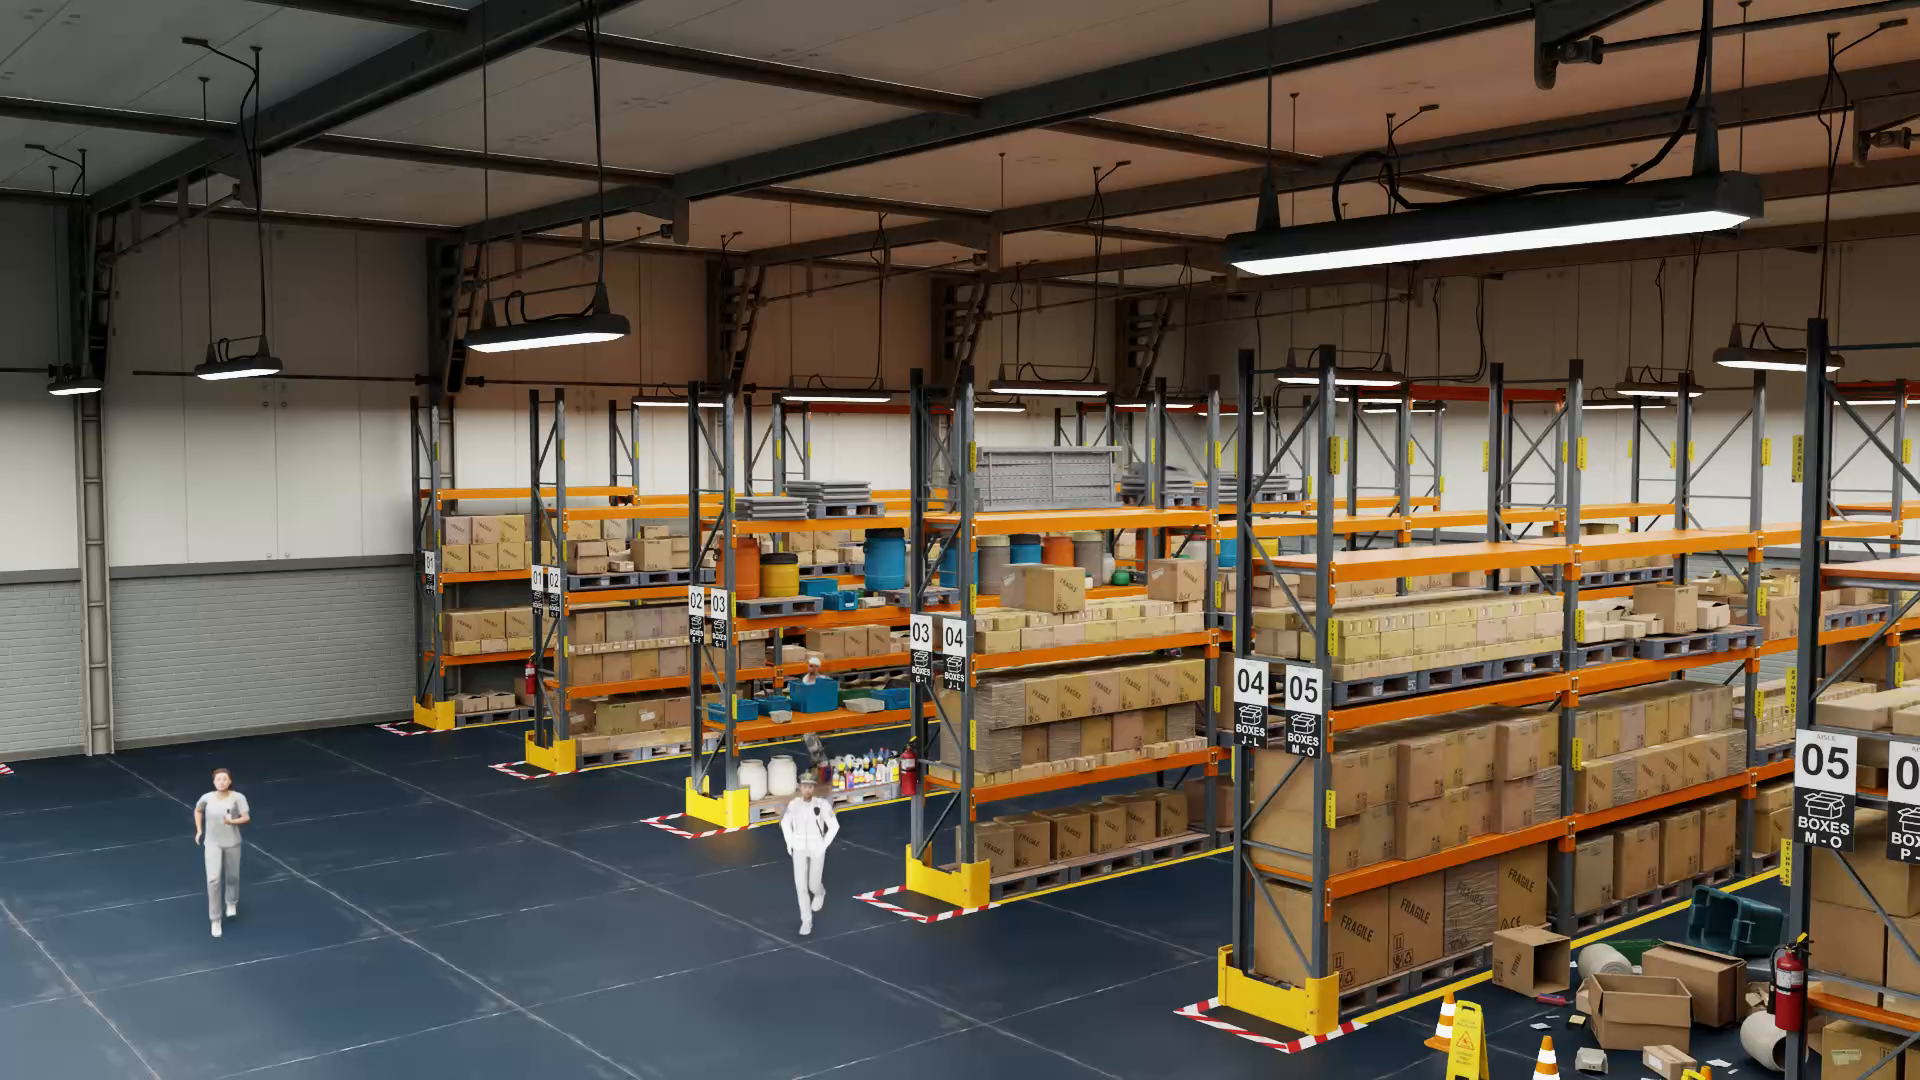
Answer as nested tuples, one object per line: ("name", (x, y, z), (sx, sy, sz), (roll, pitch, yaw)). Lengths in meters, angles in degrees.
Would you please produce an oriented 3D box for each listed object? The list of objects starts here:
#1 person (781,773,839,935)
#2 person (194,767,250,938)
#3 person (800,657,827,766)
("person", (-1.604, 3.293, 17.709), (0.634, 1.671, 0.680), (0, 3, 4))
("person", (-7.844, 3.271, 17.696), (0.541, 1.715, 0.830), (-1, 4, -23))
("person", (-2.333, 2.741, 26.029), (0.613, 1.809, 0.681), (3, 5, 42))
